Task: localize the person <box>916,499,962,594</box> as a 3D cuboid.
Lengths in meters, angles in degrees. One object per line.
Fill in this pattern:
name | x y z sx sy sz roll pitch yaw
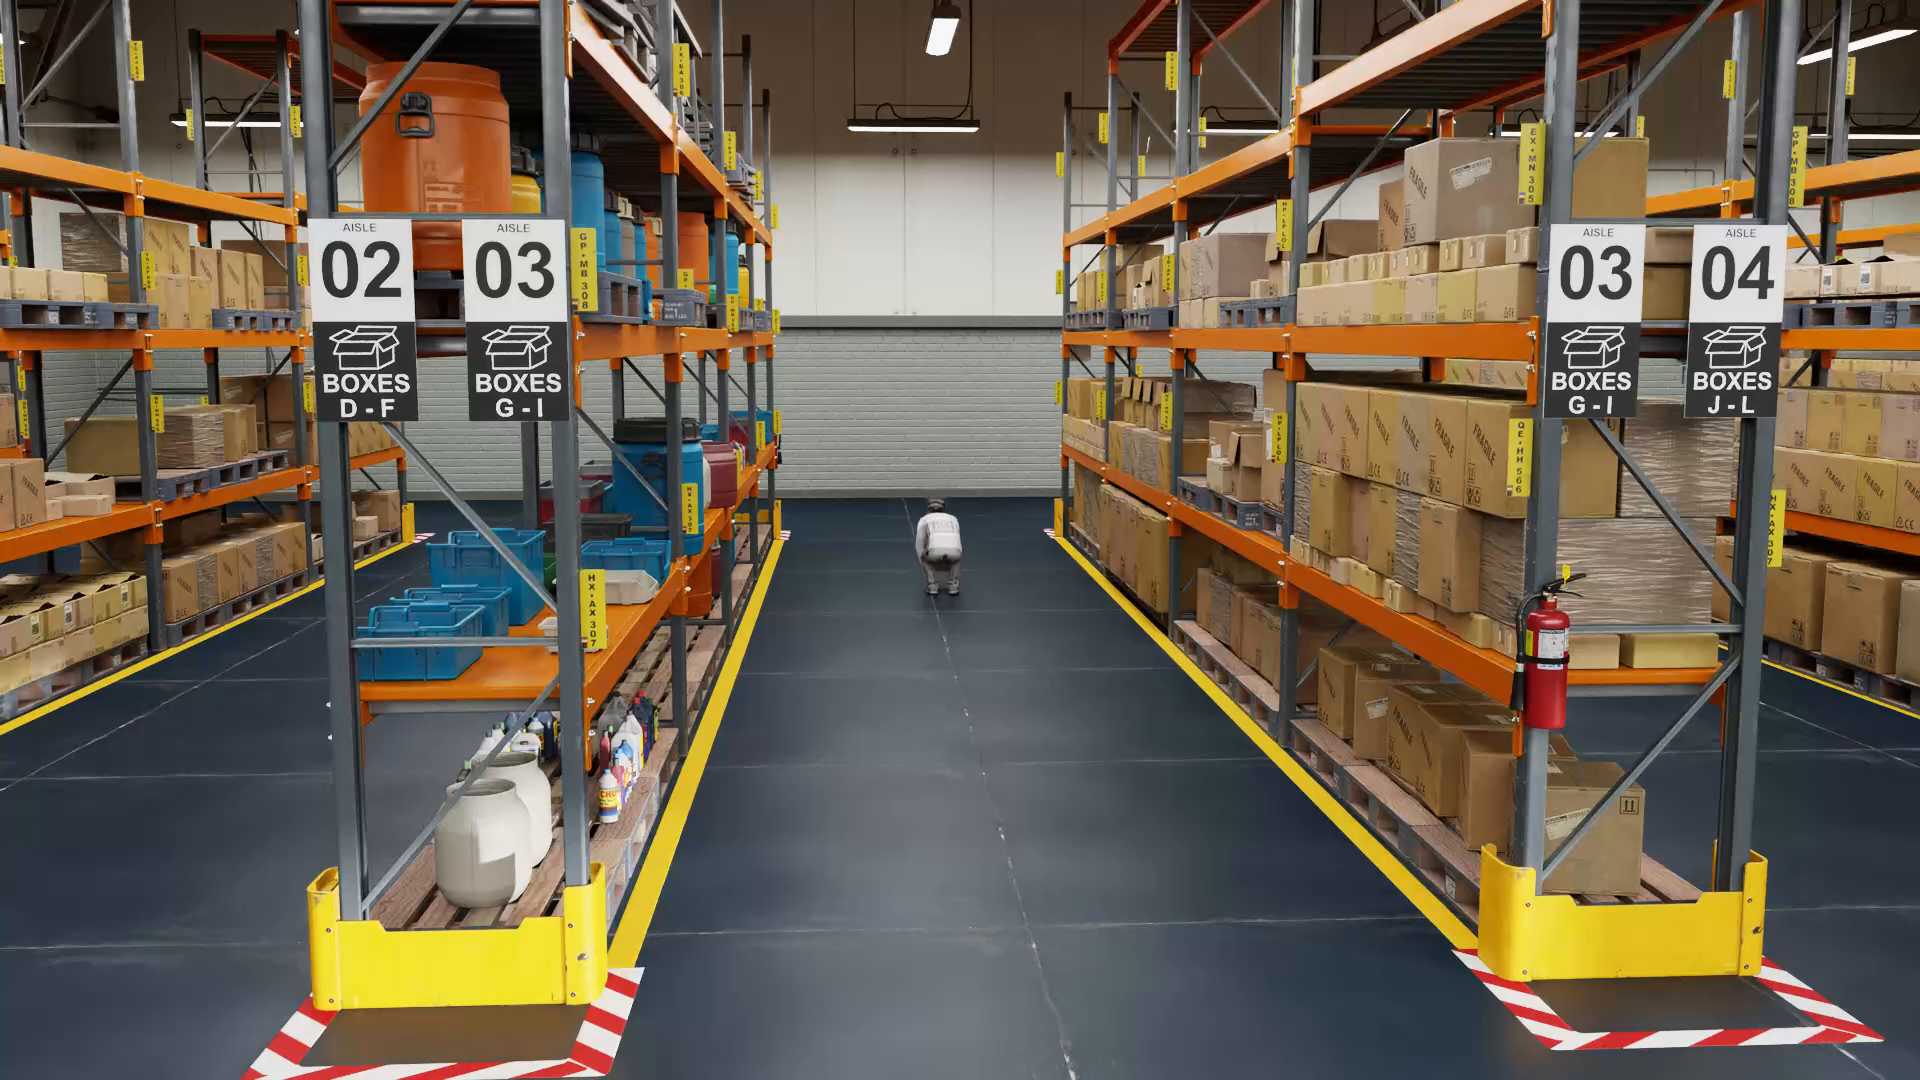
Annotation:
person | -0.224 0.077 17.907 0.490 0.995 0.816 0 7 -4
